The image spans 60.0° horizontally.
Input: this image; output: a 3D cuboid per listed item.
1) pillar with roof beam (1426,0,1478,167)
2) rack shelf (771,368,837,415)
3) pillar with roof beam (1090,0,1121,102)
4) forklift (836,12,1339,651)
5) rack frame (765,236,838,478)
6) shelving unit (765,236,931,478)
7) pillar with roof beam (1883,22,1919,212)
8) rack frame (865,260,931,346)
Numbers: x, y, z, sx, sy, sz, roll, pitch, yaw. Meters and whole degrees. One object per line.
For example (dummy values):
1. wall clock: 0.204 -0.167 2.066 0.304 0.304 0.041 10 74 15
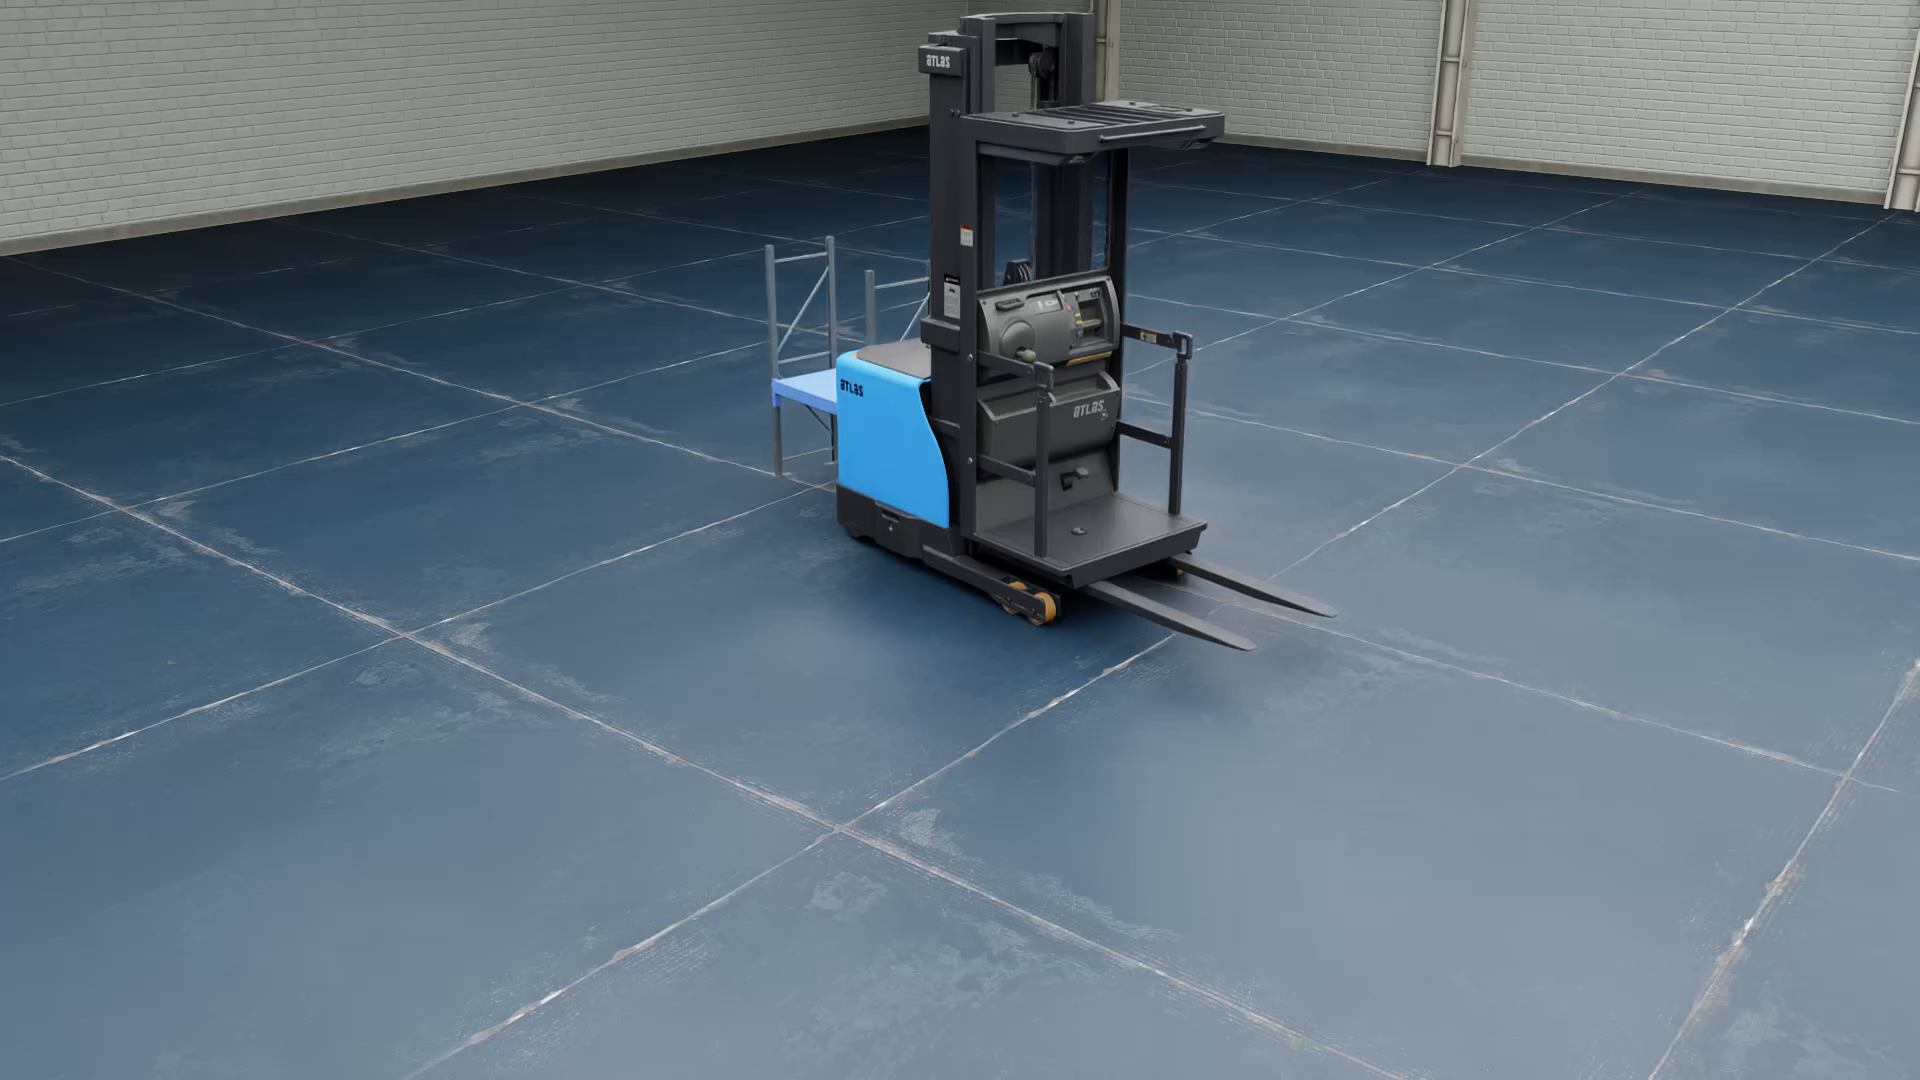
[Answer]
1. pillar with roof beam: 4.278 -8.465 19.362 0.400 9.000 9.100 16 26 36
2. rack shelf: -0.669 -0.858 10.328 0.538 0.185 1.000 -17 26 -37
3. pillar with roof beam: -0.370 -9.804 22.912 0.400 9.000 9.100 16 26 36
4. forklift: 0.613 -1.136 8.527 1.130 2.935 3.031 -17 26 -37
5. rack frame: -0.998 -1.163 10.627 0.500 1.500 0.032 -17 26 -37
6. shelving unit: -0.669 -1.026 10.264 0.538 1.500 1.048 -17 26 -37
7. pillar with roof beam: 8.927 -7.126 15.812 0.400 9.000 9.100 16 26 36
8. rack frame: -0.341 -0.889 9.901 0.500 1.500 0.032 -17 26 -37
